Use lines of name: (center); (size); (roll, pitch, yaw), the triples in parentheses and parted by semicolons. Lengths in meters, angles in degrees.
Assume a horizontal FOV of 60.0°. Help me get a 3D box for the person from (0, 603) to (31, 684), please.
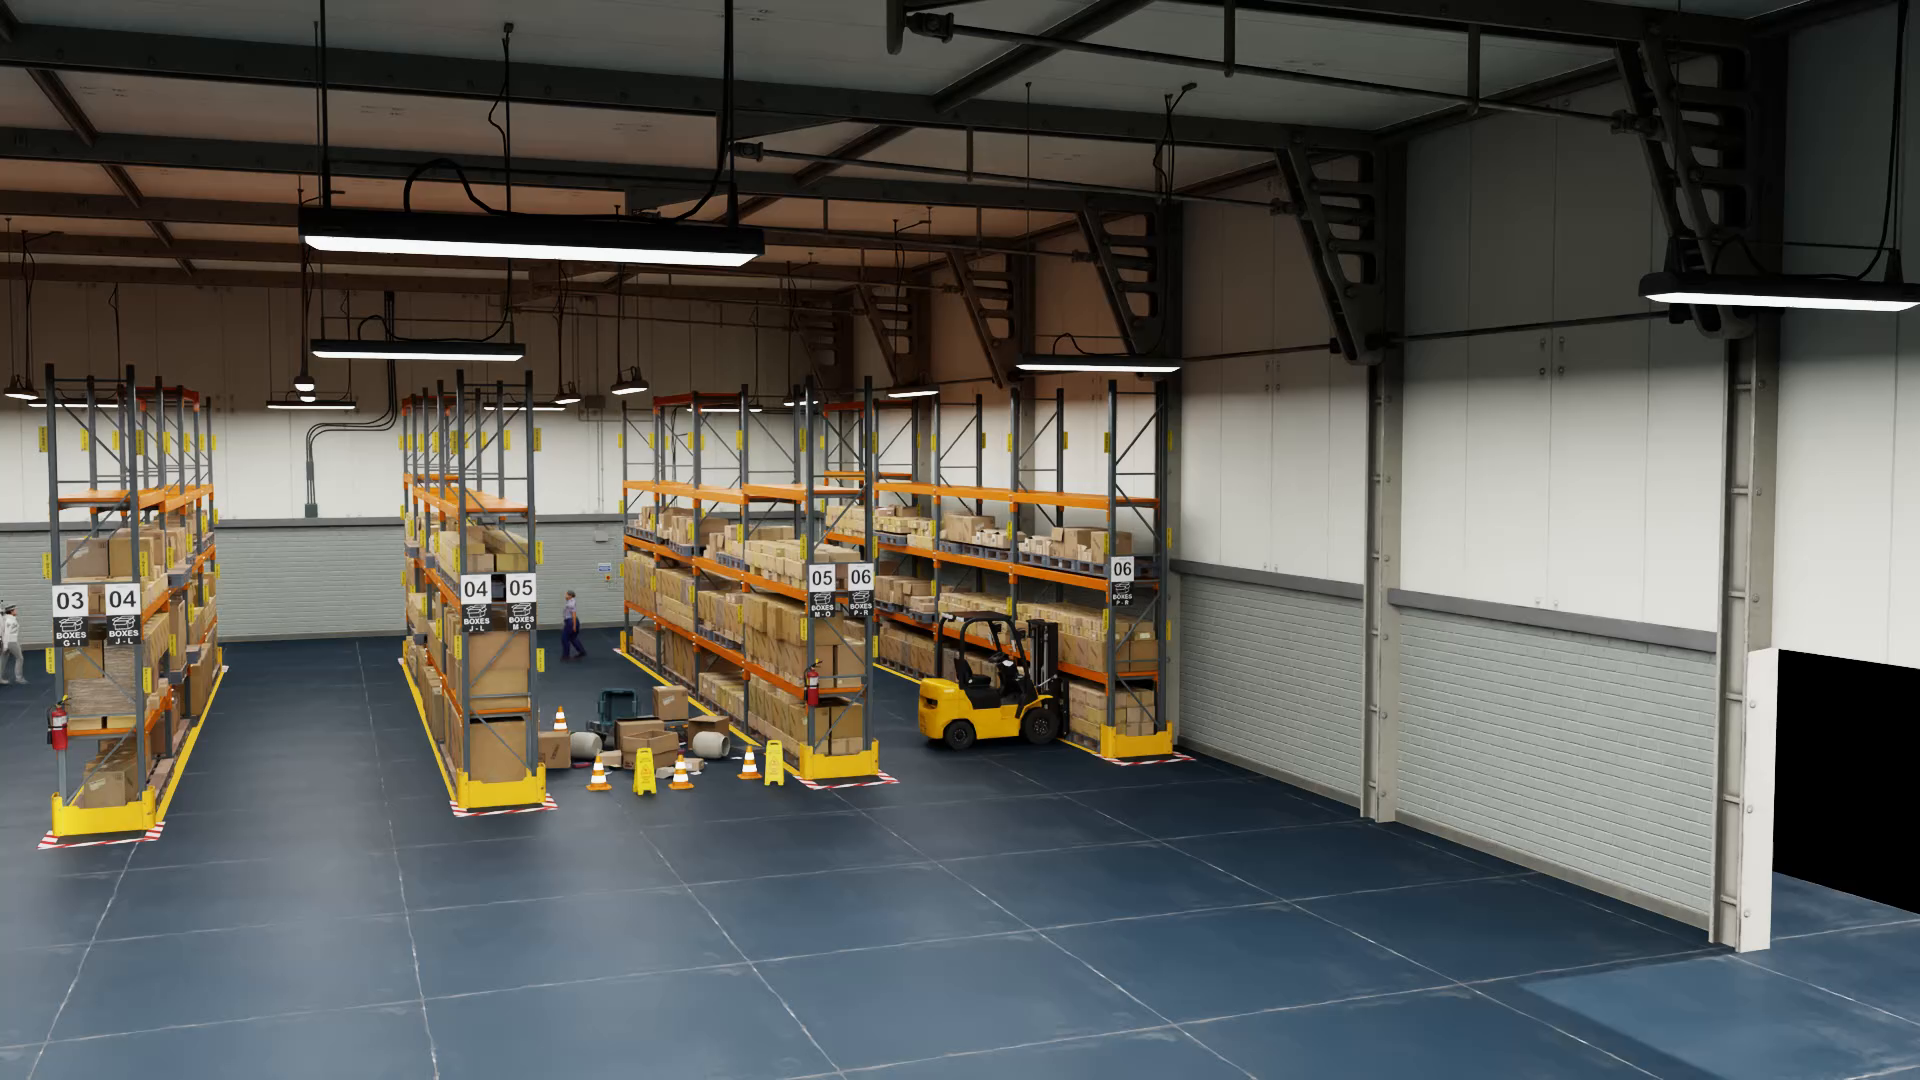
person: (-19.730, 2.170, 34.502); (0.470, 1.708, 0.640); (2, 4, 36)

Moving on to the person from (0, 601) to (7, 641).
person: (-21.021, 2.063, 36.245); (0.996, 1.623, 0.526); (2, 4, 36)

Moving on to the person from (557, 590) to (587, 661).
person: (-8.957, 1.973, 38.329); (0.682, 1.668, 0.536); (0, 3, -7)
